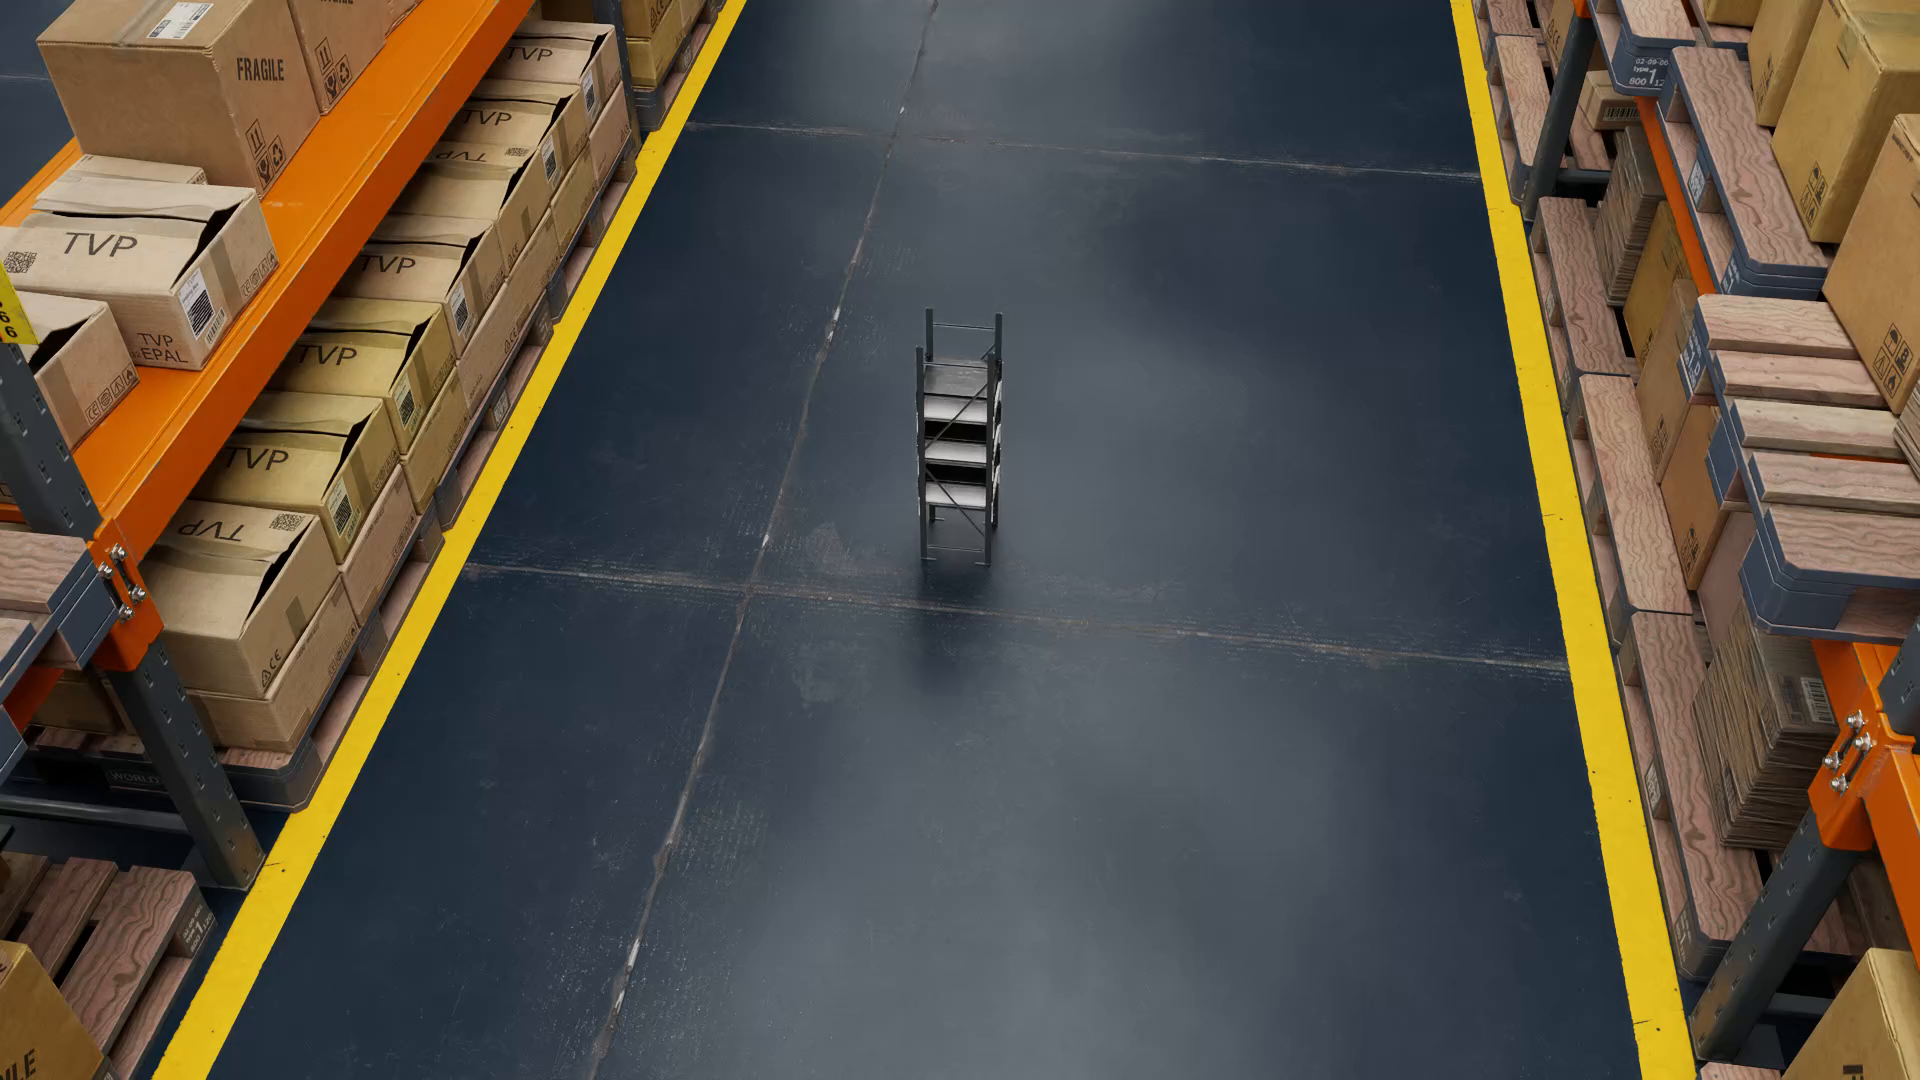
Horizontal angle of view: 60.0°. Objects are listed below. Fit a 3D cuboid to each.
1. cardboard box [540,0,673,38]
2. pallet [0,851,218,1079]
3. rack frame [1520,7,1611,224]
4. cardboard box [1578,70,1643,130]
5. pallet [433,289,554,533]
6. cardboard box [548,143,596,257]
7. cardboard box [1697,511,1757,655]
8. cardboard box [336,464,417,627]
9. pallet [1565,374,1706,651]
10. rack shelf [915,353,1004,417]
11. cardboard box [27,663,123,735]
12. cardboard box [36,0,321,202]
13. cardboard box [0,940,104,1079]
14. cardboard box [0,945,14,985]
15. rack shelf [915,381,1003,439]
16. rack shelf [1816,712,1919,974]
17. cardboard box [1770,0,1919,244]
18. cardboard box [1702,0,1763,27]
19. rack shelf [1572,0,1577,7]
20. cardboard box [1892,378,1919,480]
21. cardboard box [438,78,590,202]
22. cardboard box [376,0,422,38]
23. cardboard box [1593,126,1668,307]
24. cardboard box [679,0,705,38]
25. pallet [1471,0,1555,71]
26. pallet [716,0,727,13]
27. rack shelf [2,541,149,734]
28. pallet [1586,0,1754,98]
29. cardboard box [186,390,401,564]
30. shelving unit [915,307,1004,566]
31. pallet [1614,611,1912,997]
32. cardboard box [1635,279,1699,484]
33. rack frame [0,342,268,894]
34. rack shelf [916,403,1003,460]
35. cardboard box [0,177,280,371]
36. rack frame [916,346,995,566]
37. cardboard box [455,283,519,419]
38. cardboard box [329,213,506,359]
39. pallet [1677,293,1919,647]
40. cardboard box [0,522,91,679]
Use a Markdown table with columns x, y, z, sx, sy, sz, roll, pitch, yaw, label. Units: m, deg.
| x | y | z | sx | sy | sz | roll | pitch | yaw | label |
| --- | --- | --- | --- | --- | --- | --- | --- | --- | --- |
| -1.596 | -2.618 | 7.483 | 0.500 | 0.500 | 0.500 | 5 | 44 | 6 | cardboard box |
| -2.633 | 1.340 | 4.182 | 1.003 | 0.211 | 1.213 | 5 | 44 | 6 | pallet |
| 2.943 | -2.457 | 6.163 | 1.000 | 3.000 | 0.127 | 5 | 44 | 6 | rack frame |
| 2.984 | -1.955 | 7.374 | 0.380 | 0.166 | 0.250 | 0 | 43 | 0 | cardboard box |
| -2.185 | -0.553 | 6.180 | 1.003 | 0.211 | 1.213 | 5 | 44 | 6 | pallet |
| -1.804 | -1.405 | 6.747 | 0.500 | 0.250 | 0.500 | 5 | 44 | 5 | cardboard box |
| 2.641 | 0.181 | 4.875 | 0.700 | 0.500 | 0.500 | 5 | 44 | 5 | cardboard box |
| -2.070 | -0.005 | 5.268 | 0.500 | 0.250 | 0.500 | 4 | 44 | 4 | cardboard box |
| 2.683 | -0.080 | 5.681 | 1.003 | 0.211 | 1.213 | 5 | 44 | 6 | pallet |
| -0.001 | -0.493 | 5.272 | 0.258 | 0.077 | 0.200 | 5 | 44 | 6 | rack shelf |
| -2.669 | 0.287 | 4.960 | 0.500 | 0.250 | 0.500 | 6 | 44 | 7 | cardboard box |
| -2.291 | -1.360 | 4.932 | 0.500 | 0.500 | 0.500 | 3 | 44 | 3 | cardboard box |
| -2.387 | 1.228 | 3.769 | 0.500 | 0.500 | 0.500 | 7 | 44 | 7 | cardboard box |
| -2.391 | 0.995 | 3.471 | 0.500 | 0.250 | 0.500 | 7 | 44 | 7 | cardboard box |
| -0.001 | -0.428 | 5.334 | 0.258 | 0.077 | 0.200 | 5 | 44 | 6 | rack shelf |
| 2.150 | 1.894 | 2.092 | 1.077 | 0.370 | 4.000 | 5 | 44 | 6 | rack shelf |
| 2.609 | -1.099 | 4.336 | 0.700 | 0.500 | 0.500 | 5 | 44 | 6 | cardboard box |
| 2.761 | -1.929 | 5.213 | 0.700 | 0.500 | 0.500 | 9 | 44 | 10 | cardboard box |
| 3.208 | -3.559 | 7.850 | 1.077 | 0.370 | 4.000 | 5 | 44 | 6 | rack shelf |
| 2.467 | -0.248 | 3.438 | 0.700 | 0.500 | 0.500 | 1 | 43 | 1 | cardboard box |
| -1.799 | -1.605 | 6.550 | 0.500 | 0.311 | 0.500 | 6 | 44 | 7 | cardboard box |
| -2.155 | -2.060 | 5.671 | 0.500 | 0.500 | 0.500 | 8 | 44 | 9 | cardboard box |
| 2.862 | -1.206 | 6.340 | 0.700 | 0.500 | 0.500 | 7 | 44 | 7 | cardboard box |
| -1.535 | -2.687 | 8.101 | 0.500 | 0.250 | 0.500 | 5 | 44 | 6 | cardboard box |
| 3.156 | -2.739 | 8.489 | 1.003 | 0.211 | 1.213 | 5 | 44 | 6 | pallet |
| -1.662 | -3.264 | 9.044 | 1.003 | 0.211 | 1.213 | 5 | 44 | 6 | pallet |
| -2.761 | 1.446 | 2.565 | 1.077 | 0.370 | 4.000 | 5 | 44 | 6 | rack shelf |
| 2.698 | -1.879 | 5.693 | 1.003 | 0.211 | 1.213 | 5 | 44 | 6 | pallet |
| -2.075 | -0.225 | 5.093 | 0.500 | 0.311 | 0.500 | 4 | 44 | 4 | cardboard box |
| -0.001 | -0.321 | 5.435 | 0.258 | 0.900 | 0.210 | 5 | 44 | 6 | shelving unit |
| 2.519 | 0.749 | 4.805 | 1.003 | 0.211 | 1.213 | 5 | 44 | 6 | pallet |
| 2.736 | -0.505 | 5.600 | 0.700 | 0.500 | 0.500 | 6 | 44 | 6 | cardboard box |
| -2.496 | -0.178 | 3.757 | 1.000 | 3.000 | 0.127 | 5 | 44 | 6 | rack frame |
| -0.001 | -0.362 | 5.396 | 0.258 | 0.077 | 0.200 | 5 | 44 | 6 | rack shelf |
| -2.186 | -0.738 | 4.413 | 0.500 | 0.311 | 0.500 | 5 | 44 | 5 | cardboard box |
| -0.015 | -0.252 | 5.362 | 0.240 | 0.900 | 0.006 | 5 | 44 | 6 | rack frame |
| -1.940 | -0.710 | 6.012 | 0.500 | 0.250 | 0.500 | 6 | 44 | 6 | cardboard box |
| -1.938 | -0.923 | 5.830 | 0.500 | 0.311 | 0.500 | 5 | 44 | 5 | cardboard box |
| 2.403 | -0.156 | 3.873 | 1.213 | 0.211 | 1.003 | 5 | 44 | 6 | pallet |
| -2.671 | 0.085 | 4.766 | 0.500 | 0.311 | 0.500 | 6 | 44 | 7 | cardboard box |
